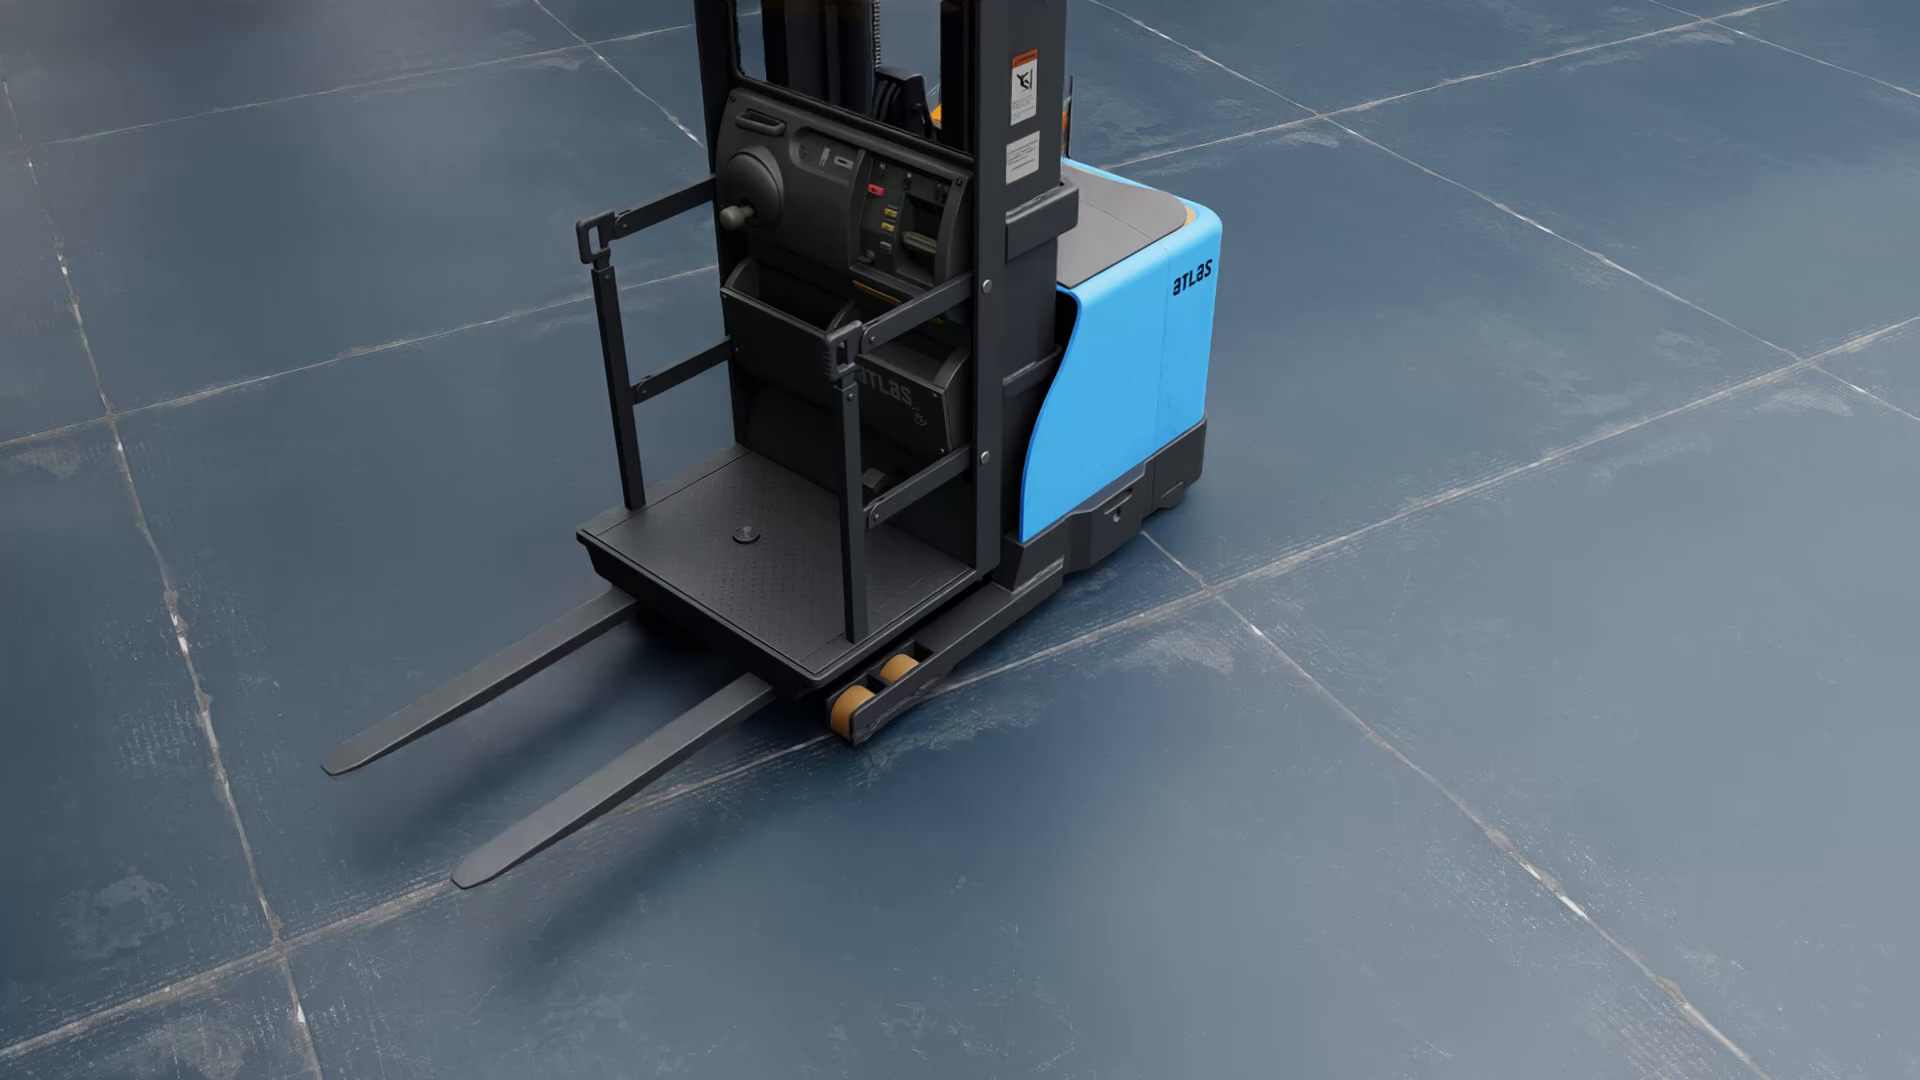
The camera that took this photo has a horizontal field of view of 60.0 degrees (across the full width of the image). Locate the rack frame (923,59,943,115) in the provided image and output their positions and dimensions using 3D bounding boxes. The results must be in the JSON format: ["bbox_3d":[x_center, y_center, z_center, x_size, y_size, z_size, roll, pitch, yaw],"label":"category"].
[{"bbox_3d":[-0.105,-1.211,6.376,0.015,1.200,0.240,11,33,14],"label":"rack frame"}]

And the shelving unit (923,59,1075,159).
[{"bbox_3d":[0.128,-1.168,6.317,0.503,1.200,0.258,11,33,14],"label":"shelving unit"}]

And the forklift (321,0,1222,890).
[{"bbox_3d":[-0.487,-0.924,4.530,1.130,2.935,3.031,28,44,33],"label":"forklift"}]

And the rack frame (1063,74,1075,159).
[{"bbox_3d":[0.360,-1.125,6.258,0.015,1.200,0.240,11,33,14],"label":"rack frame"}]

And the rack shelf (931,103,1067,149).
[{"bbox_3d":[0.136,-1.500,6.107,0.480,0.148,0.258,11,33,14],"label":"rack shelf"}]
